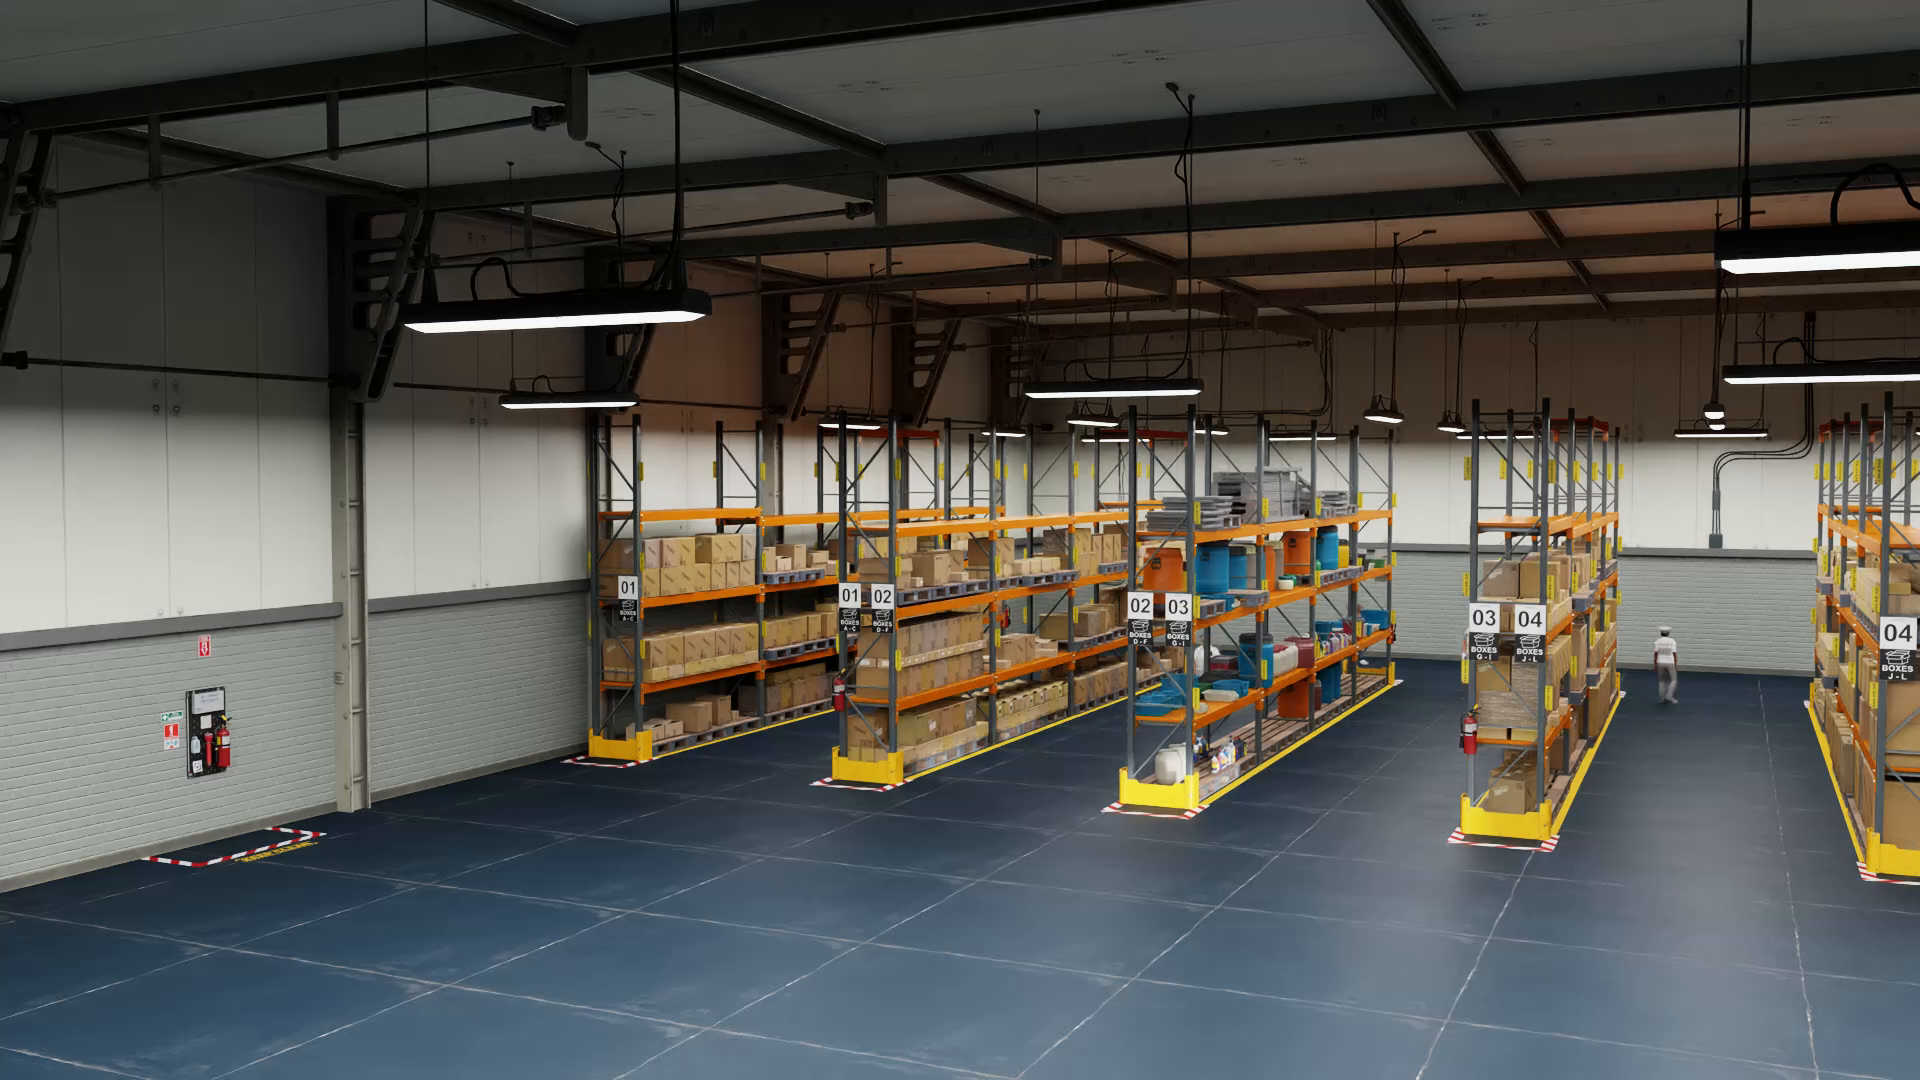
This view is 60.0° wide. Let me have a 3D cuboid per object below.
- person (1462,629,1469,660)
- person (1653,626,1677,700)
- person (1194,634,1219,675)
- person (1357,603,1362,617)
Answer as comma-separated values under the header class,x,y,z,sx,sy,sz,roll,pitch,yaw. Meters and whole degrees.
class,x,y,z,sx,sy,sz,roll,pitch,yaw
person,11.461,2.574,37.051,0.559,1.742,0.925,2,3,34
person,15.191,2.666,35.825,0.472,1.606,0.434,1,3,26
person,4.914,2.742,33.399,0.553,1.719,0.919,2,3,36
person,10.338,2.096,43.268,0.357,0.922,0.467,2,3,43
